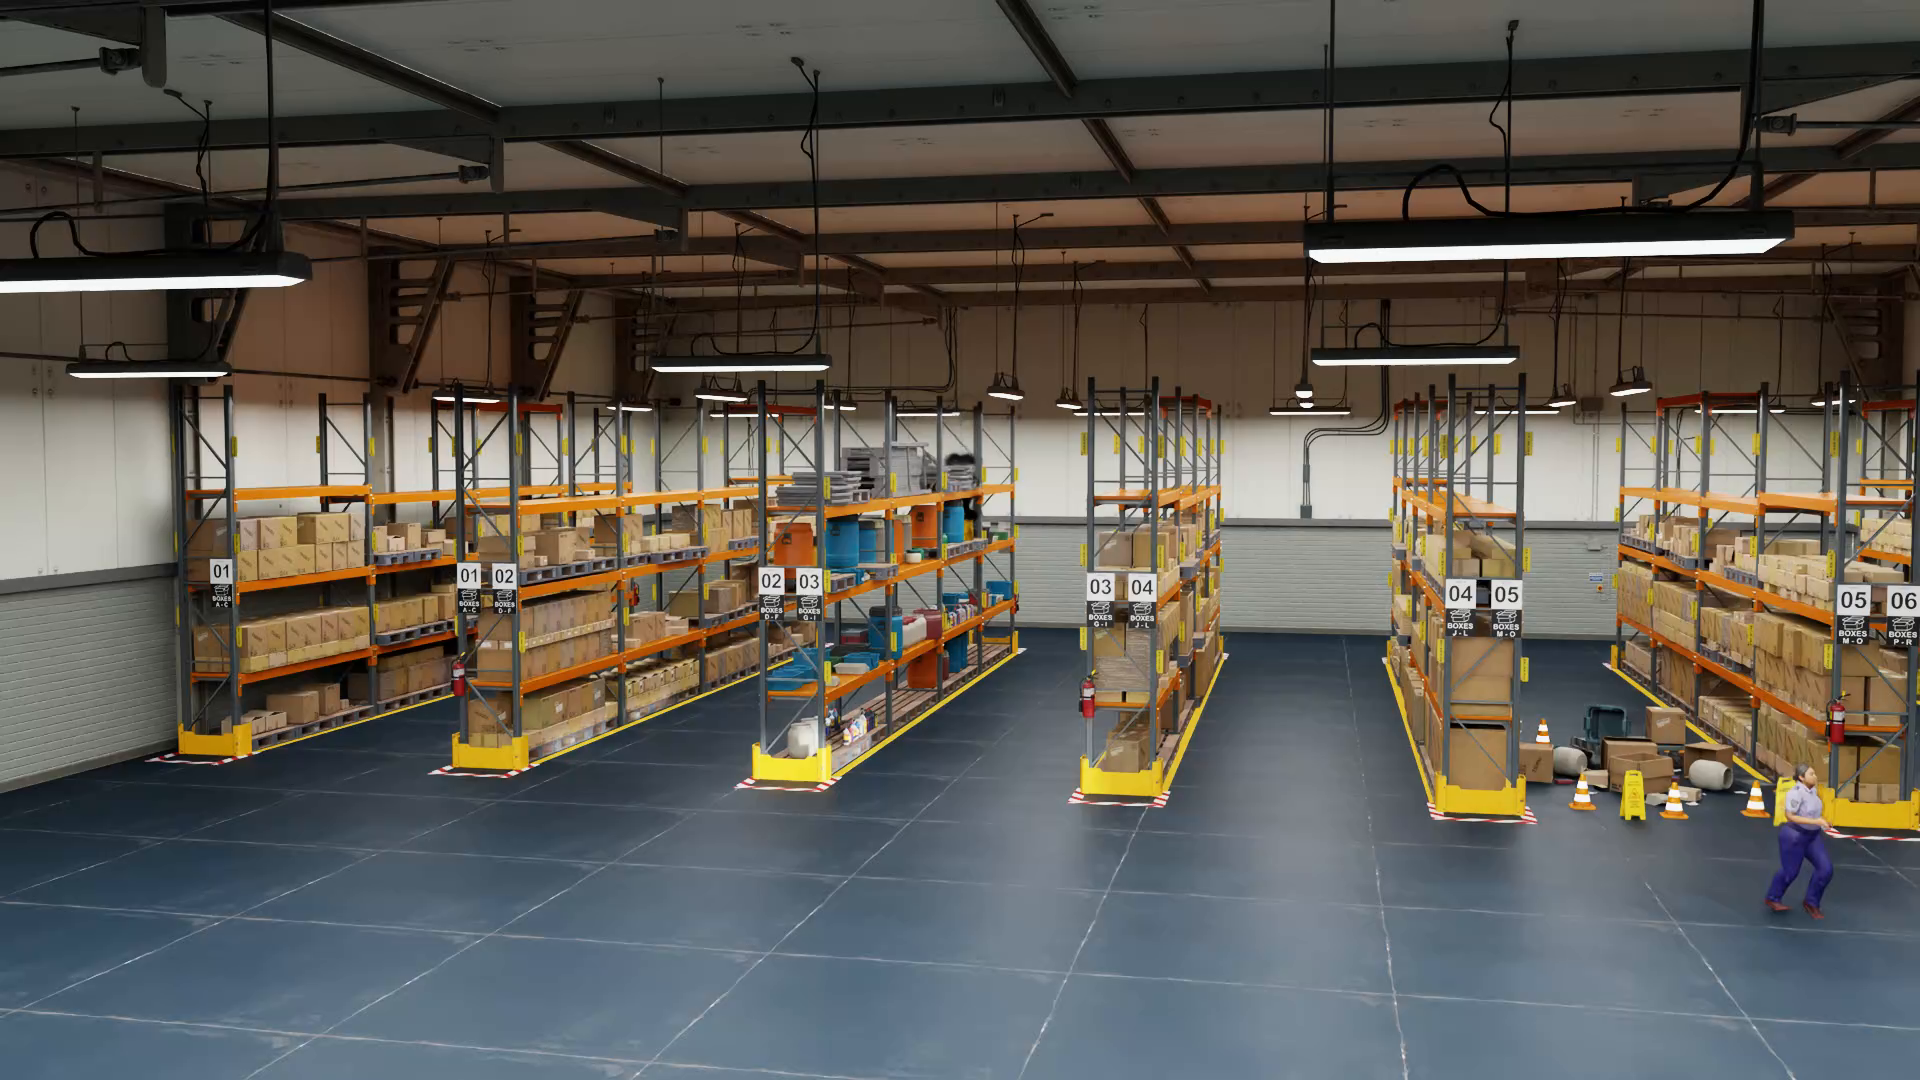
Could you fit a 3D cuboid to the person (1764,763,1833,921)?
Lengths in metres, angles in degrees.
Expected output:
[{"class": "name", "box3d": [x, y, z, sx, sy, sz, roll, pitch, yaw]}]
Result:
[{"class": "person", "box3d": [8.921, 3.211, 17.645, 0.590, 1.697, 0.730, -2, 4, -32]}]
